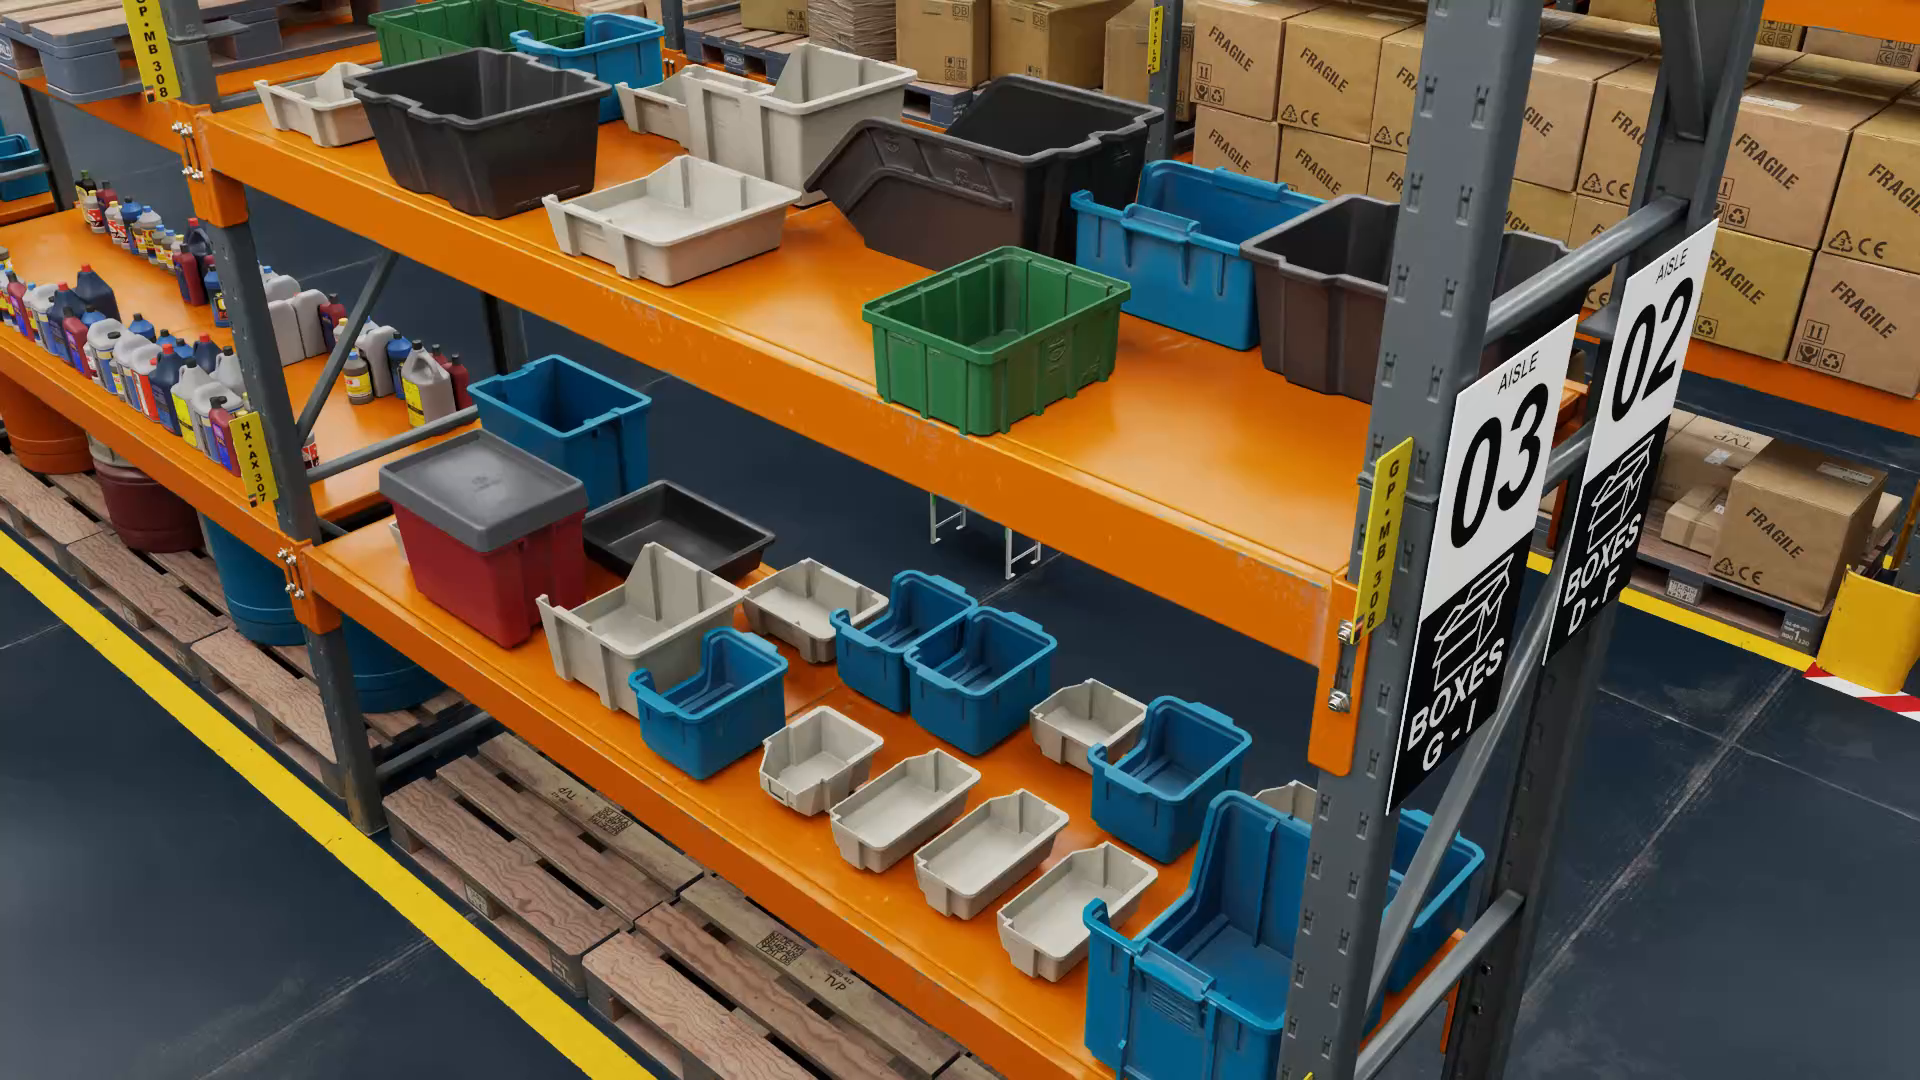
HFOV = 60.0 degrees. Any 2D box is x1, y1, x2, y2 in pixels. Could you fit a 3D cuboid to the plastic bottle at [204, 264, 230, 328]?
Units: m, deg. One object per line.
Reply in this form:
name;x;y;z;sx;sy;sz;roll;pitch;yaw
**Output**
plastic bottle;-3.223;-1.069;7.243;0.097;0.271;0.097;0;31;0

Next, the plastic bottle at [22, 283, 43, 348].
plastic bottle;-3.907;-0.961;7.062;0.097;0.271;0.097;0;31;0

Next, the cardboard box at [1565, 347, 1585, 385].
cardboard box;2.754;-0.719;8.529;0.637;0.503;0.797;25;39;35

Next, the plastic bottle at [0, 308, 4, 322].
plastic bottle;-4.248;-1.112;7.303;0.133;0.283;0.061;25;39;35

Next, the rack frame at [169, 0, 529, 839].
rack frame;-1.969;-0.355;5.932;0.127;3.000;1.000;25;39;35

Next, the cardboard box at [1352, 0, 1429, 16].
cardboard box;2.288;-2.467;8.373;0.500;0.500;0.500;24;39;34

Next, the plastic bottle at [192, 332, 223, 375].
plastic bottle;-2.910;-0.646;6.463;0.185;0.351;0.144;25;39;35

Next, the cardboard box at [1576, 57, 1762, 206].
cardboard box;3.047;-1.736;7.159;0.500;0.500;0.500;26;40;36

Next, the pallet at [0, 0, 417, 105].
pallet;-2.615;-1.793;5.595;1.003;0.211;1.213;25;39;35

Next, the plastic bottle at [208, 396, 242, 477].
plastic bottle;-2.680;-0.381;6.087;0.133;0.283;0.061;25;39;35

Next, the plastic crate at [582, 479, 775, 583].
plastic crate;-0.958;0.022;5.514;0.590;0.125;0.437;25;39;35

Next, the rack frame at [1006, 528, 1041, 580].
rack frame;0.304;-0.372;7.705;0.015;1.200;0.240;25;39;35

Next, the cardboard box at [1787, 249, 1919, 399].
cardboard box;3.809;-0.957;6.835;0.500;0.500;0.500;26;40;36

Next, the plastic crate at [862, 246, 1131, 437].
plastic crate;0.074;-0.397;3.299;0.336;0.188;0.450;25;39;35

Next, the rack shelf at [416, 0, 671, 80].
rack shelf;-3.091;-4.016;12.711;4.000;0.370;1.077;25;39;35

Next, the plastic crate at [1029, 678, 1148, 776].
plastic crate;0.350;0.528;4.663;0.298;0.136;0.250;25;39;35

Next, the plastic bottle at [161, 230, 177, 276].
plastic bottle;-3.671;-1.349;7.774;0.097;0.201;0.097;0;31;0

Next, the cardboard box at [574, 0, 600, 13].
cardboard box;-2.591;-3.945;12.138;0.380;0.149;0.250;-26;40;-36

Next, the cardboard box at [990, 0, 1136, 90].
cardboard box;0.604;-2.934;9.711;0.700;0.500;0.500;-22;38;-32

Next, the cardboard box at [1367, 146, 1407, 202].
cardboard box;2.304;-1.660;8.003;0.500;0.500;0.500;25;39;35

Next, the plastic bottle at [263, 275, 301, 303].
plastic bottle;-2.915;-1.009;7.137;0.135;0.276;0.152;25;39;35

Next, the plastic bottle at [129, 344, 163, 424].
plastic bottle;-3.123;-0.616;6.485;0.135;0.276;0.152;25;39;35

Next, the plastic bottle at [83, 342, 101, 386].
plastic bottle;-3.499;-0.740;6.764;0.097;0.201;0.097;0;31;0

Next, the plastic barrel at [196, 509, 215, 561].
plastic barrel;-3.244;-0.139;7.577;0.421;0.512;0.421;0;31;0

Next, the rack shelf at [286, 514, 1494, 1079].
rack shelf;-0.486;0.645;4.967;4.000;0.370;1.077;25;39;35

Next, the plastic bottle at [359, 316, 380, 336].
plastic bottle;-2.395;-0.783;6.767;0.097;0.271;0.097;0;31;0

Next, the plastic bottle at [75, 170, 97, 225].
plastic bottle;-4.348;-1.713;8.300;0.133;0.283;0.061;25;39;35

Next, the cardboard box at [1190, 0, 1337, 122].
cardboard box;1.519;-2.449;8.343;0.500;0.500;0.500;26;40;36

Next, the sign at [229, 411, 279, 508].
sign;-2.339;-0.264;5.512;0.005;0.325;0.100;25;39;35

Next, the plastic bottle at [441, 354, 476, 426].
plastic bottle;-1.954;-0.595;6.444;0.133;0.283;0.061;25;39;35

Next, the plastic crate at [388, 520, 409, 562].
plastic crate;-1.719;-0.052;5.626;0.243;0.136;0.396;25;39;35

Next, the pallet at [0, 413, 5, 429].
pallet;-5.483;-0.828;9.420;1.213;0.211;1.003;25;39;35

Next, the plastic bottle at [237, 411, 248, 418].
plastic bottle;-2.640;-0.382;6.169;0.097;0.201;0.097;0;31;0

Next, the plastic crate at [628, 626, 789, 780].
plastic crate;-0.698;0.463;4.678;0.300;0.233;0.416;25;39;35

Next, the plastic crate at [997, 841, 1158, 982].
plastic crate;0.271;0.903;4.038;0.243;0.136;0.396;25;39;35

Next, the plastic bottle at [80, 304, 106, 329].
plastic bottle;-3.557;-0.840;6.861;0.097;0.271;0.097;0;31;0

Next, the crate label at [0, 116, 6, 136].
crate label;-5.489;-2.202;8.965;0.616;0.435;0.502;25;39;35

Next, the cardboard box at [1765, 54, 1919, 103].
cardboard box;3.779;-1.767;7.211;0.500;0.500;0.500;25;39;36

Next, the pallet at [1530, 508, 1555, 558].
pallet;2.775;-0.393;8.698;1.213;0.211;1.003;25;39;35

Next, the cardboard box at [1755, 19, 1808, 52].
cardboard box;5.608;-3.823;11.402;0.700;0.700;0.980;24;38;34

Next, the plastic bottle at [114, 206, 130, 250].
plastic bottle;-4.032;-1.517;8.054;0.097;0.201;0.097;0;31;0

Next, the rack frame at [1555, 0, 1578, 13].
rack frame;4.679;-4.144;12.225;0.127;3.000;1.000;25;39;35

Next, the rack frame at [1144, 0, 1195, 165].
rack frame;1.358;-2.248;9.076;0.127;3.000;1.000;25;39;35

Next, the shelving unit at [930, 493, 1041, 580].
shelving unit;0.123;-0.457;7.845;0.503;1.200;0.258;25;39;35

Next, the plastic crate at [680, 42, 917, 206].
plastic crate;-0.439;-1.090;4.359;0.530;0.282;0.437;25;39;35

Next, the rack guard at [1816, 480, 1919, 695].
rack guard;4.267;0.181;7.465;0.348;0.500;1.175;25;39;35

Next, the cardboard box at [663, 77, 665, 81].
cardboard box;-2.194;-3.347;12.616;0.500;0.311;0.500;24;38;34
